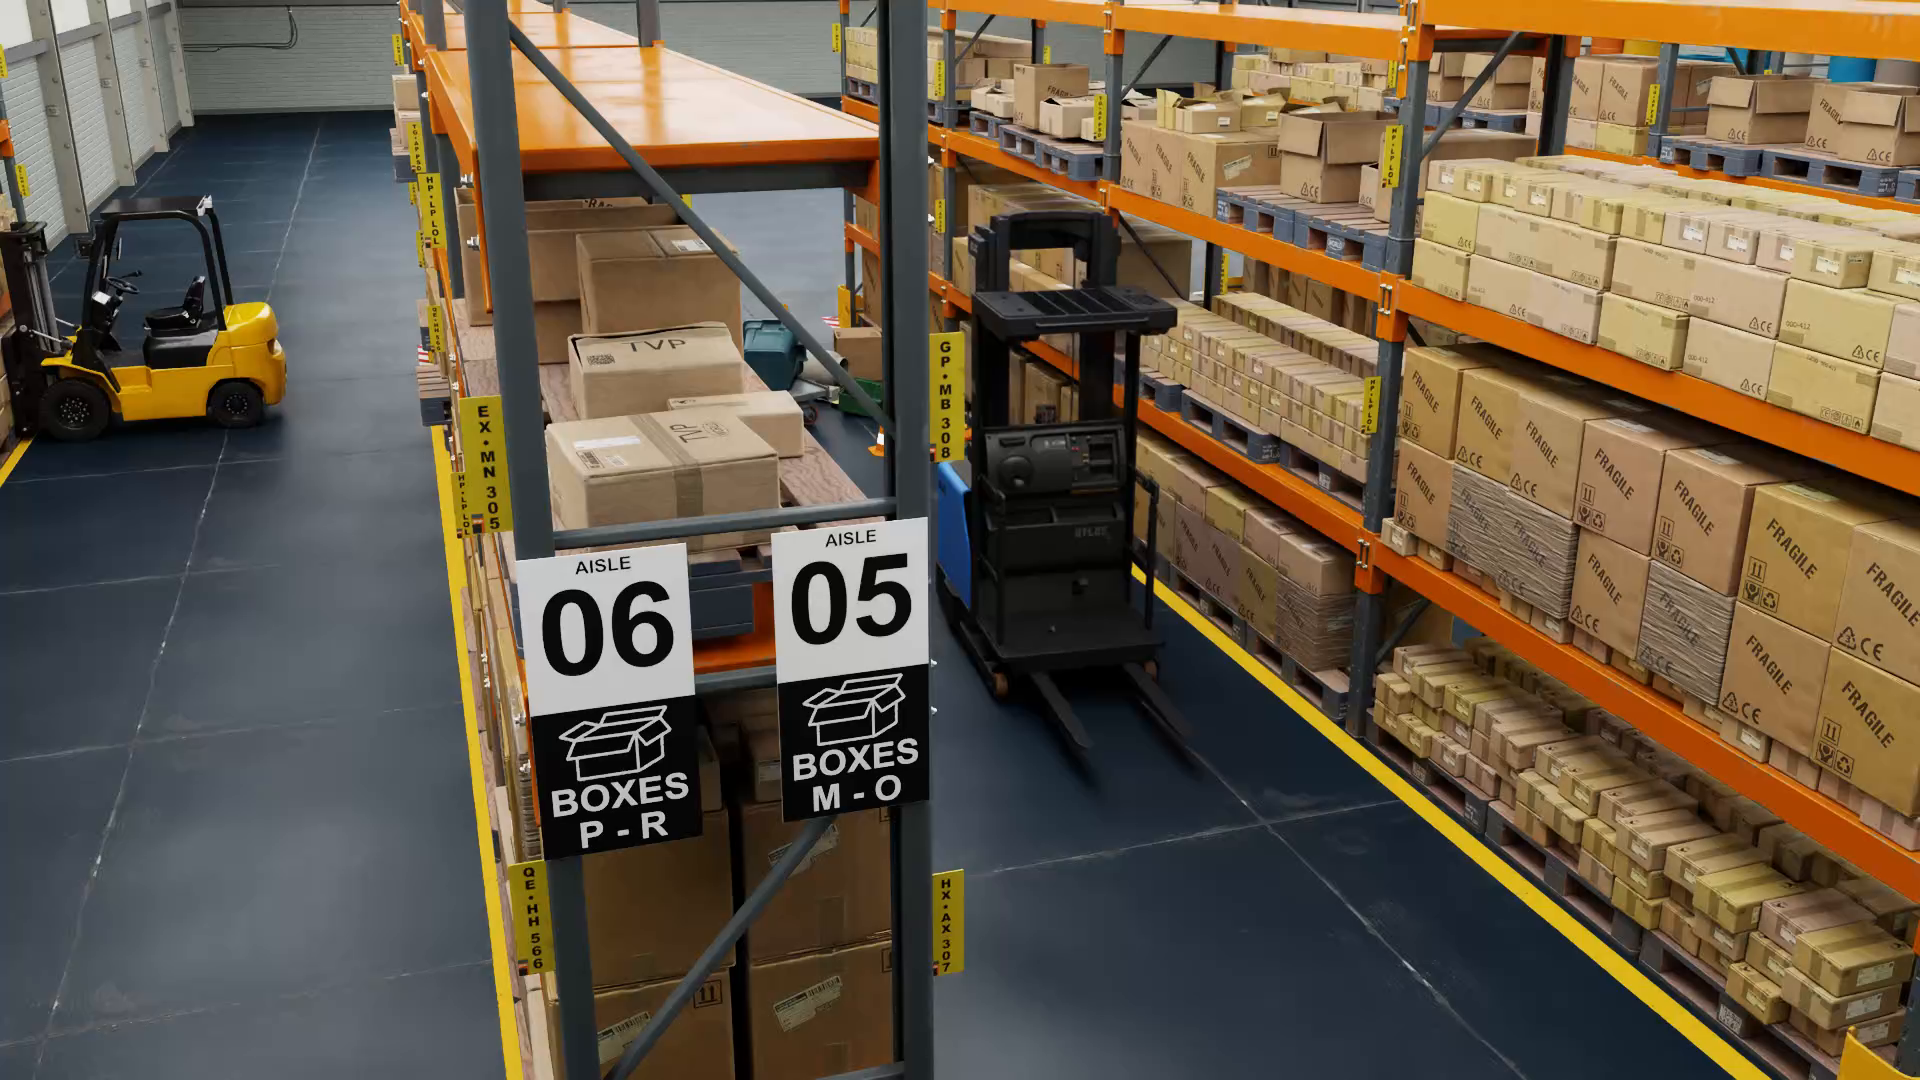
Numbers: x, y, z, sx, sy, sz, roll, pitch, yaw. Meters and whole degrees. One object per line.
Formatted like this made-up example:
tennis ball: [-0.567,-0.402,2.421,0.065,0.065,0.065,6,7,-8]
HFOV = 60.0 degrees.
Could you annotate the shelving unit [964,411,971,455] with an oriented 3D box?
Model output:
shelving unit: [0.017,-0.477,13.191,0.215,1.050,0.252,-6,21,-17]

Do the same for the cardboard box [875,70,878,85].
cardboard box: [-0.727,-5.115,18.386,0.380,0.149,0.250,-7,21,-18]

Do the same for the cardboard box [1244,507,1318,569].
cardboard box: [2.221,-0.028,11.024,0.500,0.250,0.500,-5,20,-15]

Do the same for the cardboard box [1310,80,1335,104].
cardboard box: [4.359,-5.129,19.042,0.500,0.250,0.500,-7,21,-18]

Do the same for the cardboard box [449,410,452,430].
cardboard box: [-4.170,-1.077,15.244,0.950,0.372,0.625,-6,21,-17]

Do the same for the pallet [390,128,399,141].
pallet: [-4.245,-3.398,14.280,1.213,0.211,1.003,-6,21,-17]

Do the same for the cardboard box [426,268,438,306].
cardboard box: [-3.820,-1.828,12.860,0.500,0.500,0.500,-8,21,-21]

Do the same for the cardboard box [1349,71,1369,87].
cardboard box: [4.535,-5.106,18.390,0.380,0.149,0.250,-7,21,-20]

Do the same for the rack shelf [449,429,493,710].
rack shelf: [-2.452,-0.020,10.100,1.077,0.370,4.000,-6,21,-17]

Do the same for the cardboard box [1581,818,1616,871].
cardboard box: [3.262,1.458,8.077,0.380,0.149,0.250,-5,20,-14]

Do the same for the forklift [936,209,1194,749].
forklift: [0.671,-0.511,10.503,1.130,2.935,3.031,-5,20,-13]

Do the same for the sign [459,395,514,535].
sign: [-1.085,-0.171,3.826,0.100,0.325,0.005,-6,21,-17]

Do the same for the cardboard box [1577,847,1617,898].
cardboard box: [3.263,1.597,8.129,0.380,0.149,0.250,-6,21,-16]

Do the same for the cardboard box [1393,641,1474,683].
cardboard box: [2.756,0.721,9.687,0.380,0.149,0.250,-6,20,-15]

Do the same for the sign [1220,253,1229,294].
sign: [2.099,-2.127,13.306,0.100,0.325,0.005,-6,21,-17]

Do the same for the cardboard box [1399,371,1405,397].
cardboard box: [2.986,-0.981,10.582,0.380,0.149,0.250,-6,21,-17]

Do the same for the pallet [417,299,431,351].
pallet: [-4.236,-1.933,14.645,1.003,0.211,1.213,-6,21,-17]

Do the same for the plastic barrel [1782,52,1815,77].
plastic barrel: [9.823,-5.684,19.581,0.421,0.512,0.421,0,20,0]

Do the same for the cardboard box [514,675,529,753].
cardboard box: [-1.133,0.497,5.009,0.380,0.149,0.250,-7,21,-18]

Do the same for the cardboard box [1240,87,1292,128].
cardboard box: [2.136,-3.113,11.928,0.396,0.266,0.258,-6,21,-17]

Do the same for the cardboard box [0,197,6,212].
cardboard box: [-9.886,-3.363,16.795,0.380,0.149,0.250,-6,21,-17]

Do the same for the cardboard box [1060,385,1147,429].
cardboard box: [1.481,-0.903,14.199,1.050,0.750,0.750,-7,21,-18]

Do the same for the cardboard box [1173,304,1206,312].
cardboard box: [1.635,-1.664,12.481,0.380,0.149,0.250,-7,21,-19]

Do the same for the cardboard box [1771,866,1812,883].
cardboard box: [4.009,1.560,7.792,0.380,0.149,0.250,-6,21,-16]

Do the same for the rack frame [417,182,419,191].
rack frame: [-5.595,-3.568,18.912,1.000,3.000,0.127,-6,21,-17]

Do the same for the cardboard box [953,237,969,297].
cardboard box: [0.240,-2.692,16.327,0.500,0.500,0.500,-6,21,-17]

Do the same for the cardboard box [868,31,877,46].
cardboard box: [-0.806,-5.572,18.479,0.380,0.149,0.250,-7,21,-18]

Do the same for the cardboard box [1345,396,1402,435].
cardboard box: [2.533,-0.743,9.918,0.380,0.149,0.250,-5,20,-15]

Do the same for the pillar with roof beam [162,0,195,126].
pillar with roof beam: [-16.285,-15.628,43.615,9.100,9.000,0.400,-6,21,-17]

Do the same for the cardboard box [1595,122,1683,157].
cardboard box: [5.945,-3.521,14.567,0.500,0.250,0.500,-6,21,-17]

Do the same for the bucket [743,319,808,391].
bucket: [-1.902,-1.816,16.629,0.726,0.611,0.620,1,30,2]

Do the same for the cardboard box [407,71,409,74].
cardboard box: [-5.223,-4.519,16.315,0.380,0.149,0.250,-6,21,-16]

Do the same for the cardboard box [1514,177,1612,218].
cardboard box: [2.931,-1.667,8.074,0.380,0.149,0.250,-7,21,-19]

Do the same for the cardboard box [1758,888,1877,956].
cardboard box: [3.670,1.643,7.122,0.380,0.149,0.250,-6,21,-16]

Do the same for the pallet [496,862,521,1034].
pallet: [-1.659,1.848,7.960,1.003,0.211,1.213,-6,21,-17]

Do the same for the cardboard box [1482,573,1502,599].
cardboard box: [2.988,0.211,8.762,0.380,0.149,0.250,-7,21,-20]

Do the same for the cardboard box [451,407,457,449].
cardboard box: [-3.165,-0.746,11.279,0.500,0.250,0.500,-7,21,-18]

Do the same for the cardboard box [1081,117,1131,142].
cardboard box: [1.190,-3.274,13.234,0.380,0.166,0.250,-6,21,-17]

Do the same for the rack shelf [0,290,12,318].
rack shelf: [-9.677,-2.059,15.776,1.077,0.370,4.000,-6,21,-17]

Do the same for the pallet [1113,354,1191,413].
pallet: [1.912,-1.251,12.747,1.213,0.211,1.003,-6,21,-17]

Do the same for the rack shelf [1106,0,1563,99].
rack shelf: [2.216,-3.214,10.708,1.077,0.370,4.000,-6,21,-17]

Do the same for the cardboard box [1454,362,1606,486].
cardboard box: [2.932,-0.598,8.576,0.500,0.500,0.500,-7,21,-19]

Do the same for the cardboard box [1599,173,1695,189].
cardboard box: [3.382,-1.714,8.205,0.380,0.149,0.250,-6,21,-15]

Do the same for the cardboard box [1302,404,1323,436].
cardboard box: [2.373,-0.766,10.422,0.380,0.149,0.250,-5,20,-15]

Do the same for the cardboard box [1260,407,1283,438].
cardboard box: [2.201,-0.794,10.940,0.380,0.149,0.250,-7,21,-20]

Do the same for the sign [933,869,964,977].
sign: [-0.037,1.065,4.617,0.100,0.325,0.005,-6,21,-17]

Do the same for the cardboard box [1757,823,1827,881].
cardboard box: [3.944,1.427,7.722,0.380,0.149,0.250,-7,21,-20]

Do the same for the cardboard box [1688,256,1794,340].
cardboard box: [3.395,-1.018,6.857,0.500,0.250,0.500,-6,21,-16]

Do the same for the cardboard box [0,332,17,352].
cardboard box: [-9.379,-1.811,15.989,0.500,0.250,0.500,-7,21,-18]

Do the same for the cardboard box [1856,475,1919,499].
cardboard box: [4.048,0.017,6.864,0.500,0.500,0.500,-6,21,-16]

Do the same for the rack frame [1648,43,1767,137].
rack frame: [6.327,-4.877,13.682,1.000,3.000,0.127,-6,21,-17]

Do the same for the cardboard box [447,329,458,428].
cardboard box: [-2.845,-1.008,10.159,0.500,0.500,0.500,-6,21,-16]

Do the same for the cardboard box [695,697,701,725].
cardboard box: [-0.615,0.700,5.404,0.500,0.500,0.500,-7,21,-19]

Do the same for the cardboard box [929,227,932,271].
cardboard box: [0.008,-3.204,17.679,0.875,0.550,0.550,-6,21,-17]

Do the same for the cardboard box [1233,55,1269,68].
cardboard box: [3.680,-6.037,20.980,0.380,0.149,0.250,-7,21,-18]

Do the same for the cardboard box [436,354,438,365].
cardboard box: [-4.778,-1.702,16.055,0.500,0.500,0.500,-7,21,-18]

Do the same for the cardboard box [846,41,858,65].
cardboard box: [-1.020,-5.670,19.340,0.500,0.250,0.500,-6,21,-17]

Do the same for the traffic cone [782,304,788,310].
traffic cone: [-2.109,-2.611,20.001,0.336,0.463,0.334,-6,21,-17]
